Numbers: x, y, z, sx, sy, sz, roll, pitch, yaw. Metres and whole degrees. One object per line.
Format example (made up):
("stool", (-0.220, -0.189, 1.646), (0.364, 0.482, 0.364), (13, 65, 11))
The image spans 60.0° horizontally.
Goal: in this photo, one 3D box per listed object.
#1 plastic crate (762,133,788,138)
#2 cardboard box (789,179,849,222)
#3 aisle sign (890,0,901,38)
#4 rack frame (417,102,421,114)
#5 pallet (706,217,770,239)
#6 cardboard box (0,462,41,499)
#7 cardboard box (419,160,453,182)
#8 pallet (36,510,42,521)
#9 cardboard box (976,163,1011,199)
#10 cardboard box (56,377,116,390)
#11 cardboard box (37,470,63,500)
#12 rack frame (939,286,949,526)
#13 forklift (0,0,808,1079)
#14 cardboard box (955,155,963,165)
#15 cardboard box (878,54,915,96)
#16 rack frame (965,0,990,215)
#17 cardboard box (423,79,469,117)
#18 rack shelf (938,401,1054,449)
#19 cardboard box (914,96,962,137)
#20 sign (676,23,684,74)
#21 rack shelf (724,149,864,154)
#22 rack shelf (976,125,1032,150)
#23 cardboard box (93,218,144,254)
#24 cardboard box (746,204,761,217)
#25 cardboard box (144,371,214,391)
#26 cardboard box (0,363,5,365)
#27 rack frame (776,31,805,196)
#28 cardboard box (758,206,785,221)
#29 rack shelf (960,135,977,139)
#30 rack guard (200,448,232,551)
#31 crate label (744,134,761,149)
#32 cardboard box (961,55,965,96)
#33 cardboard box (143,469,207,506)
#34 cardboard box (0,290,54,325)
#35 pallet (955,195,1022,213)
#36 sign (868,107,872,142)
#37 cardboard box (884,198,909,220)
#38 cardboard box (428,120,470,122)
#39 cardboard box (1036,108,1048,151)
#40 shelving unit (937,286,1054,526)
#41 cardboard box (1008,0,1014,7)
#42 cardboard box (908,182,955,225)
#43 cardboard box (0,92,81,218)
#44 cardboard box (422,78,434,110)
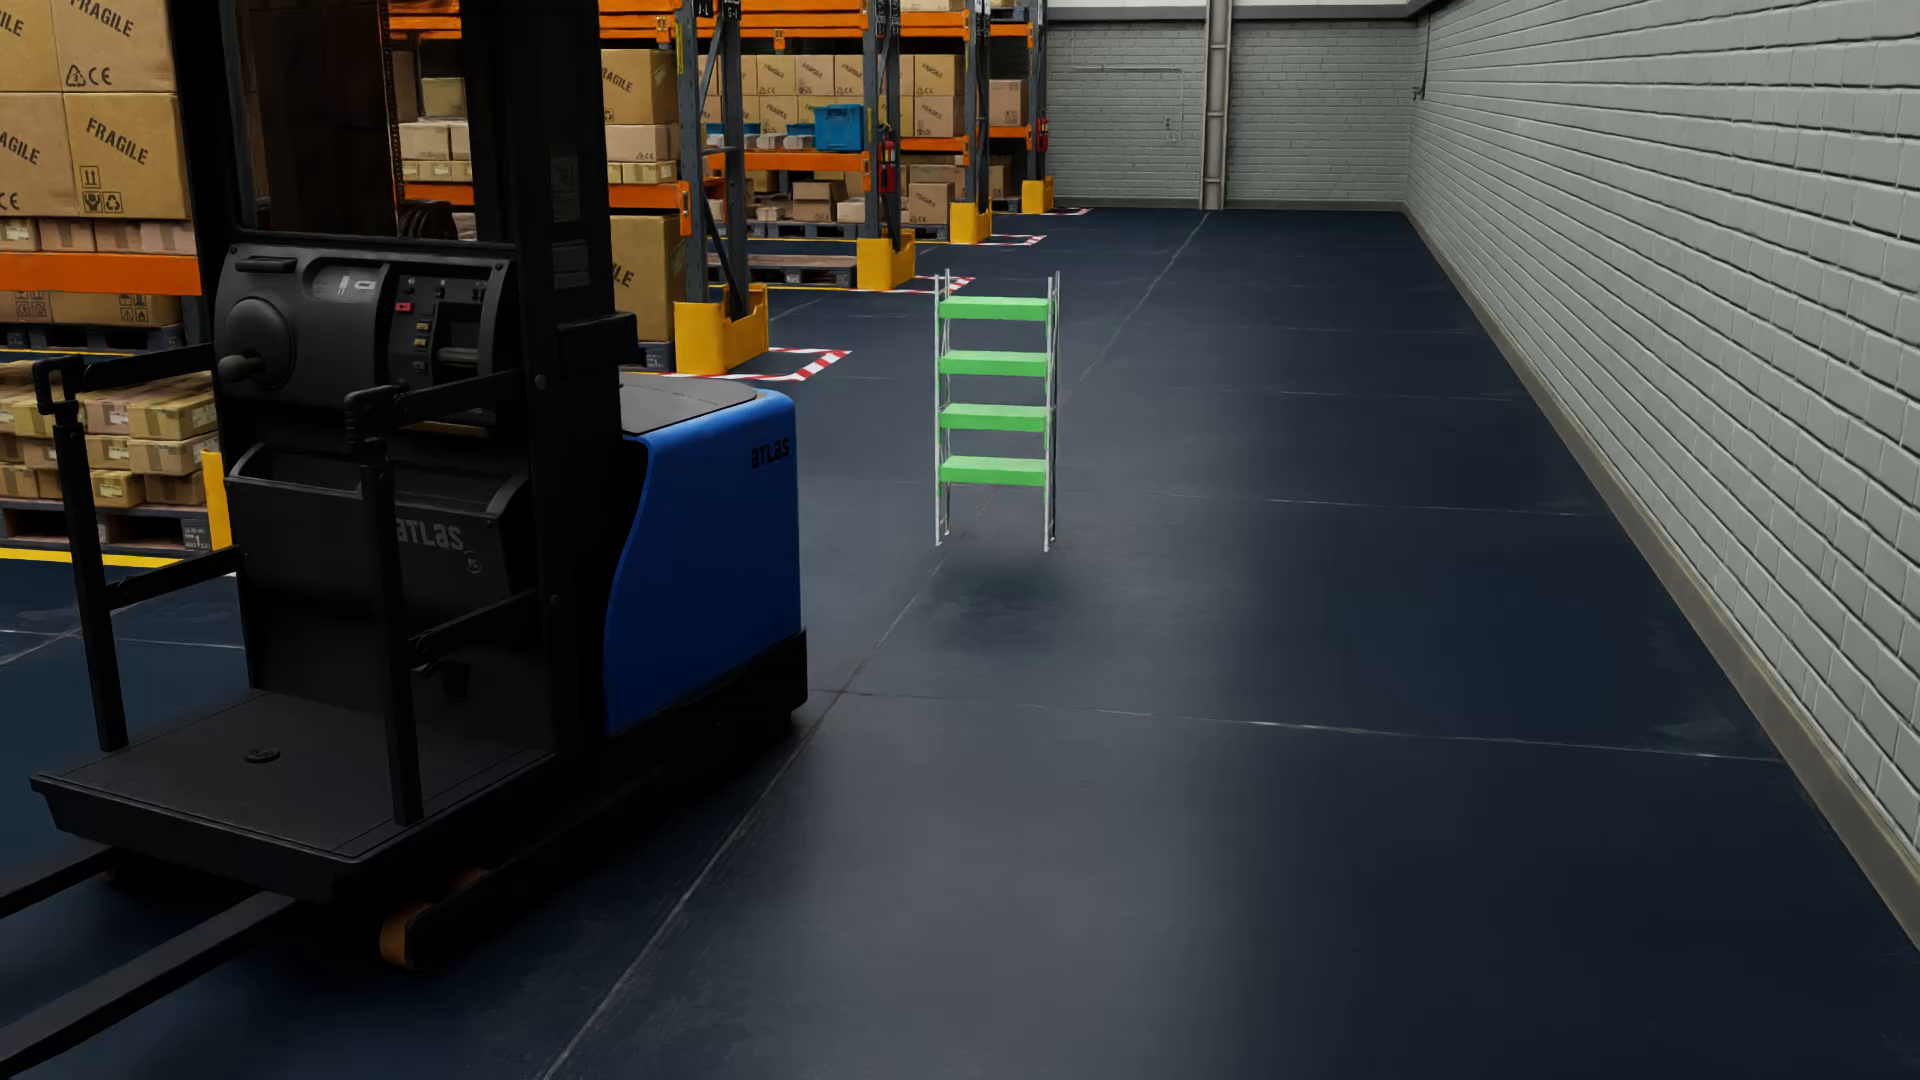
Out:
("plastic crate", (-1.908, -4.135, 17.184), (0.298, 0.136, 0.250), (3, 16, 11))
("cardboard box", (-1.856, -4.478, 21.892), (0.637, 0.503, 0.797), (3, 16, 11))
("aisle sign", (-0.640, -5.386, 16.448), (0.004, 0.787, 0.394), (3, 16, 11))
("rack frame", (-7.618, -5.782, 22.745), (0.053, 2.616, 0.949), (3, 16, 11))
("pallet", (-3.026, -4.187, 22.213), (1.213, 0.211, 1.003), (3, 16, 11))
("cardboard box", (-4.160, -0.307, 7.536), (0.250, 0.149, 0.380), (3, 16, 12))
("cardboard box", (-3.669, -2.657, 11.936), (0.250, 0.149, 0.380), (3, 16, 12))
("pallet", (-4.899, -0.250, 7.999), (1.213, 0.211, 1.003), (3, 16, 11))
("cardboard box", (0.499, -5.660, 26.202), (0.500, 0.500, 0.700), (3, 16, 11))
("cardboard box", (-4.065, -0.725, 7.931), (0.250, 0.149, 0.380), (2, 16, 8))
("cardboard box", (-3.915, -0.297, 7.501), (0.255, 0.149, 0.383), (3, 16, 10))
("rack frame", (-0.077, -0.582, 7.346), (0.006, 1.046, 0.228), (3, 16, 11))
("forklift", (-1.591, -0.541, 3.956), (1.130, 2.935, 3.031), (7, 17, 25))
("cardboard box", (0.086, -5.945, 26.016), (0.250, 0.149, 0.380), (4, 16, 13))
("cardboard box", (-0.765, -5.864, 20.981), (0.500, 0.500, 0.500), (4, 16, 13))
("rack frame", (0.221, -5.355, 21.205), (0.127, 3.000, 1.000), (3, 16, 11))
("cardboard box", (-6.979, -6.027, 22.658), (0.500, 0.500, 0.700), (-2, 16, -8))
("rack shelf", (0.162, -0.508, 7.317), (0.480, 0.148, 0.258), (3, 16, 11))
("cardboard box", (-0.272, -5.356, 21.021), (0.500, 0.500, 0.500), (4, 16, 13))
("sign", (-1.878, -3.295, 11.155), (0.005, 0.325, 0.100), (3, 16, 11))
("rack shelf", (-2.729, -3.948, 16.973), (3.809, 0.052, 0.919), (3, 16, 11))
("rack shelf", (-0.755, -6.411, 26.364), (4.000, 0.370, 1.077), (3, 16, 11))
("cardboard box", (-3.456, -1.317, 7.098), (0.250, 0.149, 0.380), (3, 16, 11))
("cardboard box", (-2.704, -4.446, 22.439), (0.250, 0.149, 0.380), (3, 16, 11))
("cardboard box", (-3.584, -0.687, 7.792), (0.250, 0.149, 0.380), (3, 16, 12))
("cardboard box", (-4.849, -0.757, 8.045), (0.250, 0.149, 0.380), (3, 16, 11))
("rack frame", (-2.715, -6.864, 26.652), (0.127, 3.000, 1.000), (3, 16, 11))
("cardboard box", (-2.481, -4.292, 21.851), (0.250, 0.166, 0.380), (3, 16, 11))
("rack shelf", (-1.739, -5.243, 21.650), (3.809, 0.052, 0.919), (3, 16, 11))
("rack guard", (-2.918, -0.271, 7.534), (0.348, 0.500, 1.175), (3, 16, 11))
("crate label", (-2.164, -3.985, 16.641), (0.243, 0.136, 0.396), (3, 16, 11))
("cardboard box", (-0.161, -5.978, 21.393), (0.500, 0.500, 0.500), (4, 16, 13))
("cardboard box", (-3.401, -0.274, 7.415), (0.250, 0.149, 0.380), (3, 16, 12))
("cardboard box", (-7.183, -2.231, 13.121), (0.875, 0.875, 1.225), (3, 16, 9))
("pallet", (0.406, -5.329, 26.336), (1.213, 0.211, 1.003), (3, 16, 11))
("sign", (-0.863, -3.993, 15.984), (0.005, 0.325, 0.100), (3, 16, 11))
("cardboard box", (-0.745, -4.372, 21.982), (0.500, 0.250, 0.500), (3, 16, 11))
("cardboard box", (-9.311, -4.769, 18.344), (13.767, 0.500, 10.544), (3, 16, 10))
("cardboard box", (-7.517, -3.071, 15.167), (11.946, 1.402, 25.539), (4, 16, 14))
("shelving unit", (0.159, -0.570, 7.301), (0.487, 1.046, 0.258), (3, 16, 11))
("cardboard box", (0.538, -8.378, 25.806), (0.500, 0.250, 0.500), (4, 16, 14))
("cardboard box", (-0.361, -4.327, 21.352), (0.500, 0.500, 0.500), (3, 16, 11))
("cardboard box", (-3.839, -1.649, 7.080), (0.500, 0.500, 0.500), (3, 16, 10))
("cardboard box", (-14.382, -3.307, 14.318), (5.659, 1.310, 30.571), (3, 16, 11))
